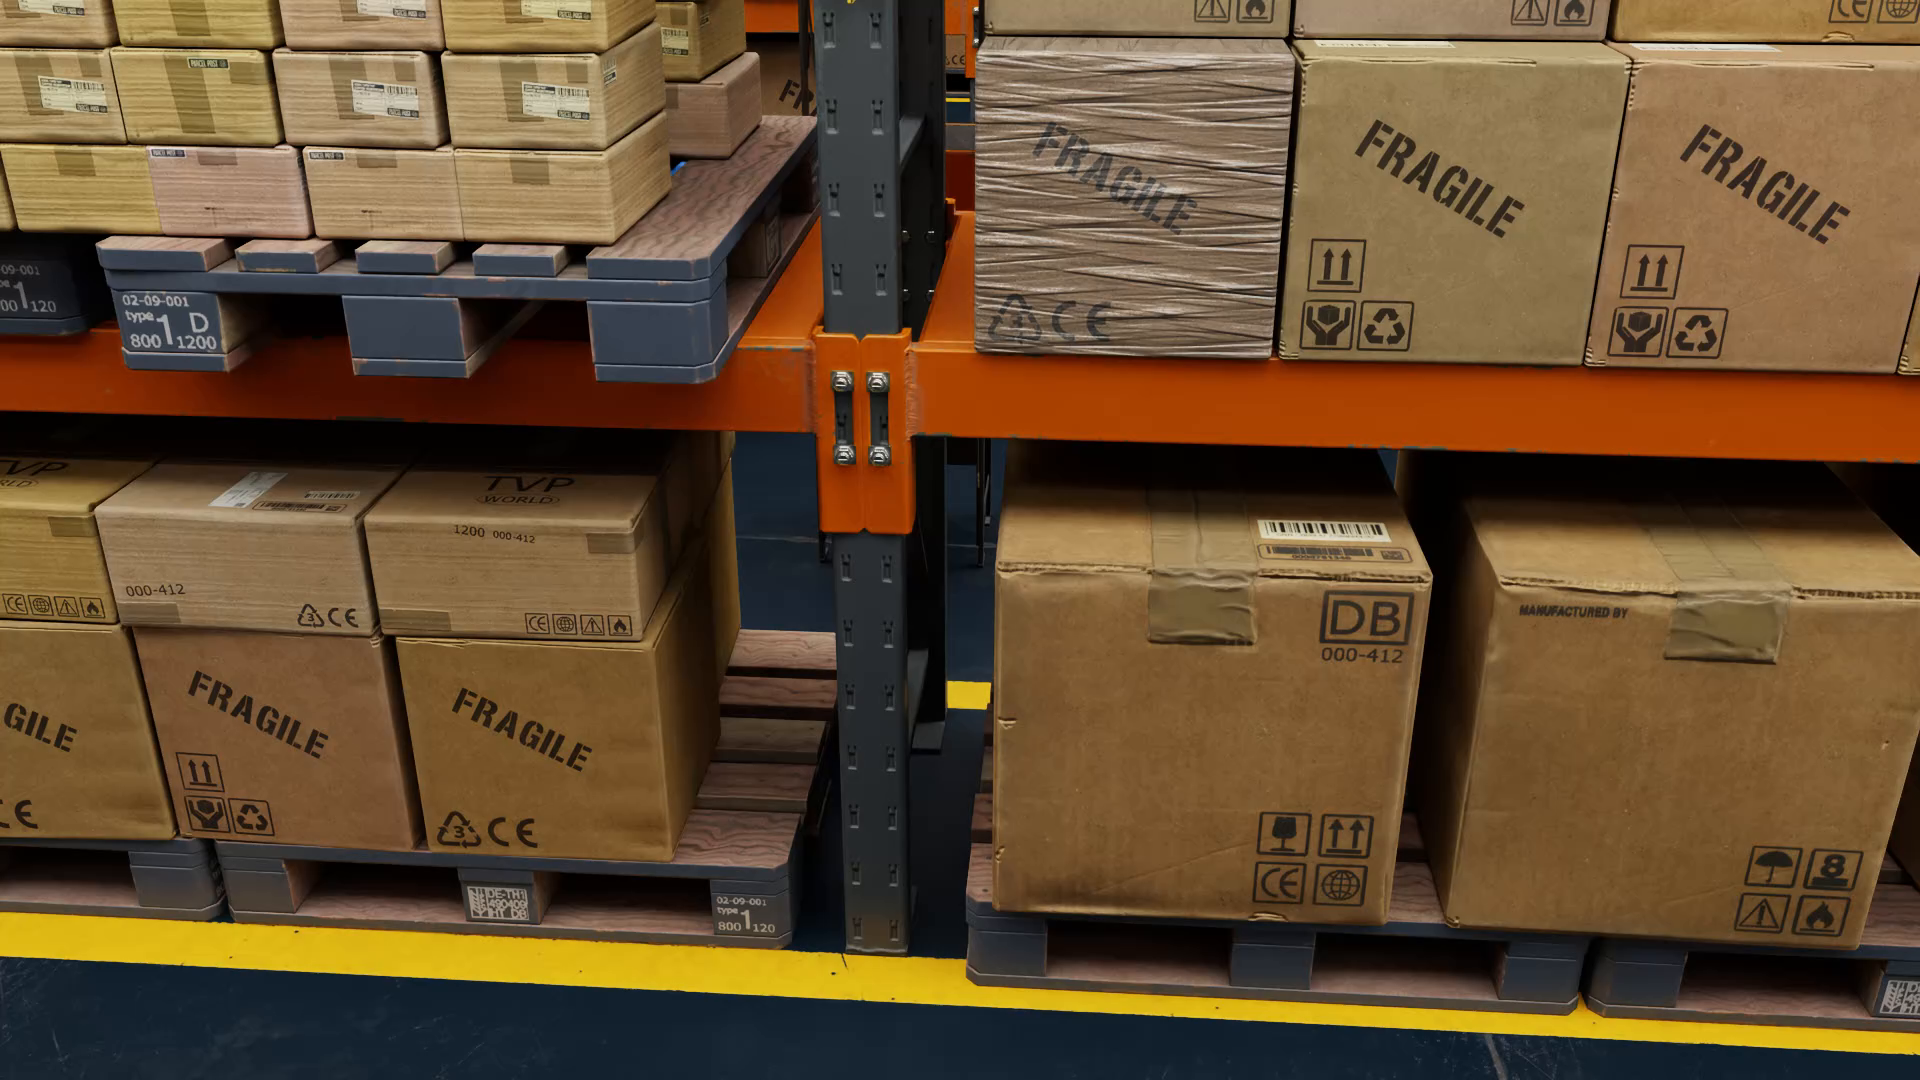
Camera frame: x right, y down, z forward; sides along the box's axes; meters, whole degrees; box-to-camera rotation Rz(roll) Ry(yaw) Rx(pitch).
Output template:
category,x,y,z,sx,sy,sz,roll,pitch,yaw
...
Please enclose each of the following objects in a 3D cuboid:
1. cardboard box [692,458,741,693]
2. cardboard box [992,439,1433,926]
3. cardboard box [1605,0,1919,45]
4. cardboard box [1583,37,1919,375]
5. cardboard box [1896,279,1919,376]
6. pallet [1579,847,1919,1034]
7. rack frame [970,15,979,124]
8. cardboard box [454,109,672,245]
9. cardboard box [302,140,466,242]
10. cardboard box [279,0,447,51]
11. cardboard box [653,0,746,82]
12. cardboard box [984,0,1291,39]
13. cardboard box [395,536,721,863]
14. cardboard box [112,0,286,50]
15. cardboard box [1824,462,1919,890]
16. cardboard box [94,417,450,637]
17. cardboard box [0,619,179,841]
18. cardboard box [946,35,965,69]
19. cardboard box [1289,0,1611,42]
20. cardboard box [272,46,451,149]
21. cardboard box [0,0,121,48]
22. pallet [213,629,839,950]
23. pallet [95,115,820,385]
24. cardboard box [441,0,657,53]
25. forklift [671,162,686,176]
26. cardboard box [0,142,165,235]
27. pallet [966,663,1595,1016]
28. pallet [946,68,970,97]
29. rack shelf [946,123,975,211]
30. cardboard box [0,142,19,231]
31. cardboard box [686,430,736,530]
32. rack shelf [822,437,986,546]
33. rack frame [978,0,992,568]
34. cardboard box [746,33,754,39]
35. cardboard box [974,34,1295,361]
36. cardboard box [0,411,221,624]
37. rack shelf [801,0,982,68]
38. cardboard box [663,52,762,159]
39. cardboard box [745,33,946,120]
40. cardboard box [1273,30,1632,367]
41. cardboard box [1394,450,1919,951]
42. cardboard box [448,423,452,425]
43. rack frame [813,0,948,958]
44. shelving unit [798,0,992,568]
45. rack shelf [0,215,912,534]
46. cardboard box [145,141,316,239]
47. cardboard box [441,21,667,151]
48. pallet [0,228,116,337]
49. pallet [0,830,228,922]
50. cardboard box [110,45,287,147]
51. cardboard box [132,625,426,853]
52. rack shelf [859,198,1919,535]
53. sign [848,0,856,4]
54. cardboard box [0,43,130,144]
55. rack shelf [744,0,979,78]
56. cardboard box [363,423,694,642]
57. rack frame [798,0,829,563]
category,x,y,z,sx,sy,sz,roll,pitch,yaw
cardboard box,-0.818,0.096,3.941,0.500,0.500,0.500,1,25,2
cardboard box,0.468,0.168,3.485,0.750,0.750,1.050,2,25,3
cardboard box,1.330,-1.170,2.888,0.500,0.500,0.700,1,25,3
cardboard box,1.304,-0.607,2.861,0.500,0.500,0.500,2,25,4
cardboard box,1.801,-0.590,2.825,0.500,0.500,0.500,2,25,3
pallet,1.861,0.644,3.599,1.213,0.211,1.003,2,25,4
rack frame,0.146,-2.786,7.717,0.127,3.000,1.000,2,25,4
cardboard box,-0.660,-0.621,2.809,0.250,0.149,0.380,2,25,5
cardboard box,-0.907,-0.629,2.828,0.250,0.149,0.380,2,25,4
cardboard box,-0.906,-0.900,2.705,0.250,0.149,0.380,2,25,3
cardboard box,-0.599,-1.031,3.344,0.250,0.149,0.380,3,25,6
cardboard box,0.314,-1.201,2.956,0.500,0.500,0.700,2,25,4
cardboard box,-0.809,0.313,3.470,0.500,0.500,0.500,2,25,4
cardboard box,-1.168,-0.909,2.723,0.250,0.149,0.380,3,25,6
cardboard box,2.268,0.224,3.363,0.750,0.750,1.050,2,25,4
cardboard box,-1.339,-0.040,3.339,0.500,0.250,0.500,2,25,5
cardboard box,-1.855,0.284,3.531,0.500,0.500,0.500,1,25,2
cardboard box,0.084,-3.834,12.482,0.500,0.500,0.500,3,25,6
cardboard box,0.819,-1.185,2.922,0.500,0.500,0.700,1,25,3
cardboard box,-0.926,-0.766,2.768,0.250,0.149,0.380,3,25,6
cardboard box,-1.434,-0.916,2.738,0.250,0.149,0.380,3,25,6
pallet,-0.912,0.521,3.865,1.213,0.211,1.003,2,25,4
pallet,-0.851,-0.611,3.219,1.003,0.211,1.213,2,25,4
cardboard box,-0.656,-0.891,2.685,0.250,0.149,0.380,1,25,2
forklift,-2.147,-1.979,6.044,3.031,2.935,1.130,17,29,32
cardboard box,-1.412,-0.647,2.866,0.250,0.149,0.380,2,25,3
pallet,0.648,0.603,3.686,1.213,0.211,1.003,2,25,4
pallet,-0.220,-3.628,12.882,1.213,0.211,1.003,2,25,4
rack shelf,-0.165,-0.947,4.828,0.480,0.518,0.431,2,25,4
cardboard box,-1.680,-0.655,2.883,0.250,0.149,0.380,1,25,2
cardboard box,-0.802,-0.239,3.771,0.500,0.250,0.500,1,25,2
rack shelf,-0.165,-0.311,5.121,0.480,0.518,0.431,2,25,4
rack frame,0.078,-0.951,4.806,0.015,2.100,0.400,2,25,4
cardboard box,-1.426,-2.099,8.262,0.875,0.875,0.875,2,25,5
cardboard box,0.294,-0.638,2.929,0.500,0.500,0.500,2,25,5
cardboard box,-1.844,-0.063,3.389,0.500,0.250,0.500,2,25,5
rack shelf,-0.165,-1.583,4.536,0.480,0.518,0.431,2,25,4
cardboard box,-0.563,-0.895,3.405,0.250,0.149,0.380,2,25,3
cardboard box,-0.537,-2.069,8.196,0.875,0.875,0.875,2,25,4
cardboard box,0.802,-0.623,2.897,0.500,0.500,0.500,2,25,3
cardboard box,1.340,0.195,3.427,0.750,0.750,1.050,2,25,5
cardboard box,-1.307,-0.255,3.807,0.500,0.250,0.500,2,25,3
rack frame,-0.132,-0.720,3.226,0.127,3.000,1.000,2,25,4
shelving unit,-0.165,-0.959,4.823,0.503,2.100,0.431,2,25,4
rack shelf,-2.127,-0.457,3.516,4.000,0.370,1.077,2,25,4
cardboard box,-1.163,-0.638,2.845,0.250,0.149,0.380,2,25,5
cardboard box,-0.660,-0.758,2.751,0.250,0.149,0.380,2,25,5
pallet,-2.109,-0.679,3.367,1.213,0.211,1.003,2,25,4
pallet,-2.125,0.481,3.952,1.213,0.211,1.003,2,25,4
cardboard box,-1.189,-0.773,2.784,0.250,0.149,0.380,2,25,5
cardboard box,-1.326,0.295,3.509,0.500,0.500,0.500,3,25,6
rack shelf,1.862,-0.329,3.237,4.000,0.370,1.077,2,25,4
sign,-0.165,-0.983,2.508,0.005,0.325,0.100,2,25,4
cardboard box,-1.438,-0.781,2.801,0.250,0.149,0.380,2,25,4
rack shelf,-1.848,-2.523,8.006,4.000,0.370,1.077,2,25,4
cardboard box,-0.834,-0.028,3.314,0.500,0.250,0.500,1,25,3
rack frame,-0.408,-0.967,4.840,0.015,2.100,0.400,2,25,4
